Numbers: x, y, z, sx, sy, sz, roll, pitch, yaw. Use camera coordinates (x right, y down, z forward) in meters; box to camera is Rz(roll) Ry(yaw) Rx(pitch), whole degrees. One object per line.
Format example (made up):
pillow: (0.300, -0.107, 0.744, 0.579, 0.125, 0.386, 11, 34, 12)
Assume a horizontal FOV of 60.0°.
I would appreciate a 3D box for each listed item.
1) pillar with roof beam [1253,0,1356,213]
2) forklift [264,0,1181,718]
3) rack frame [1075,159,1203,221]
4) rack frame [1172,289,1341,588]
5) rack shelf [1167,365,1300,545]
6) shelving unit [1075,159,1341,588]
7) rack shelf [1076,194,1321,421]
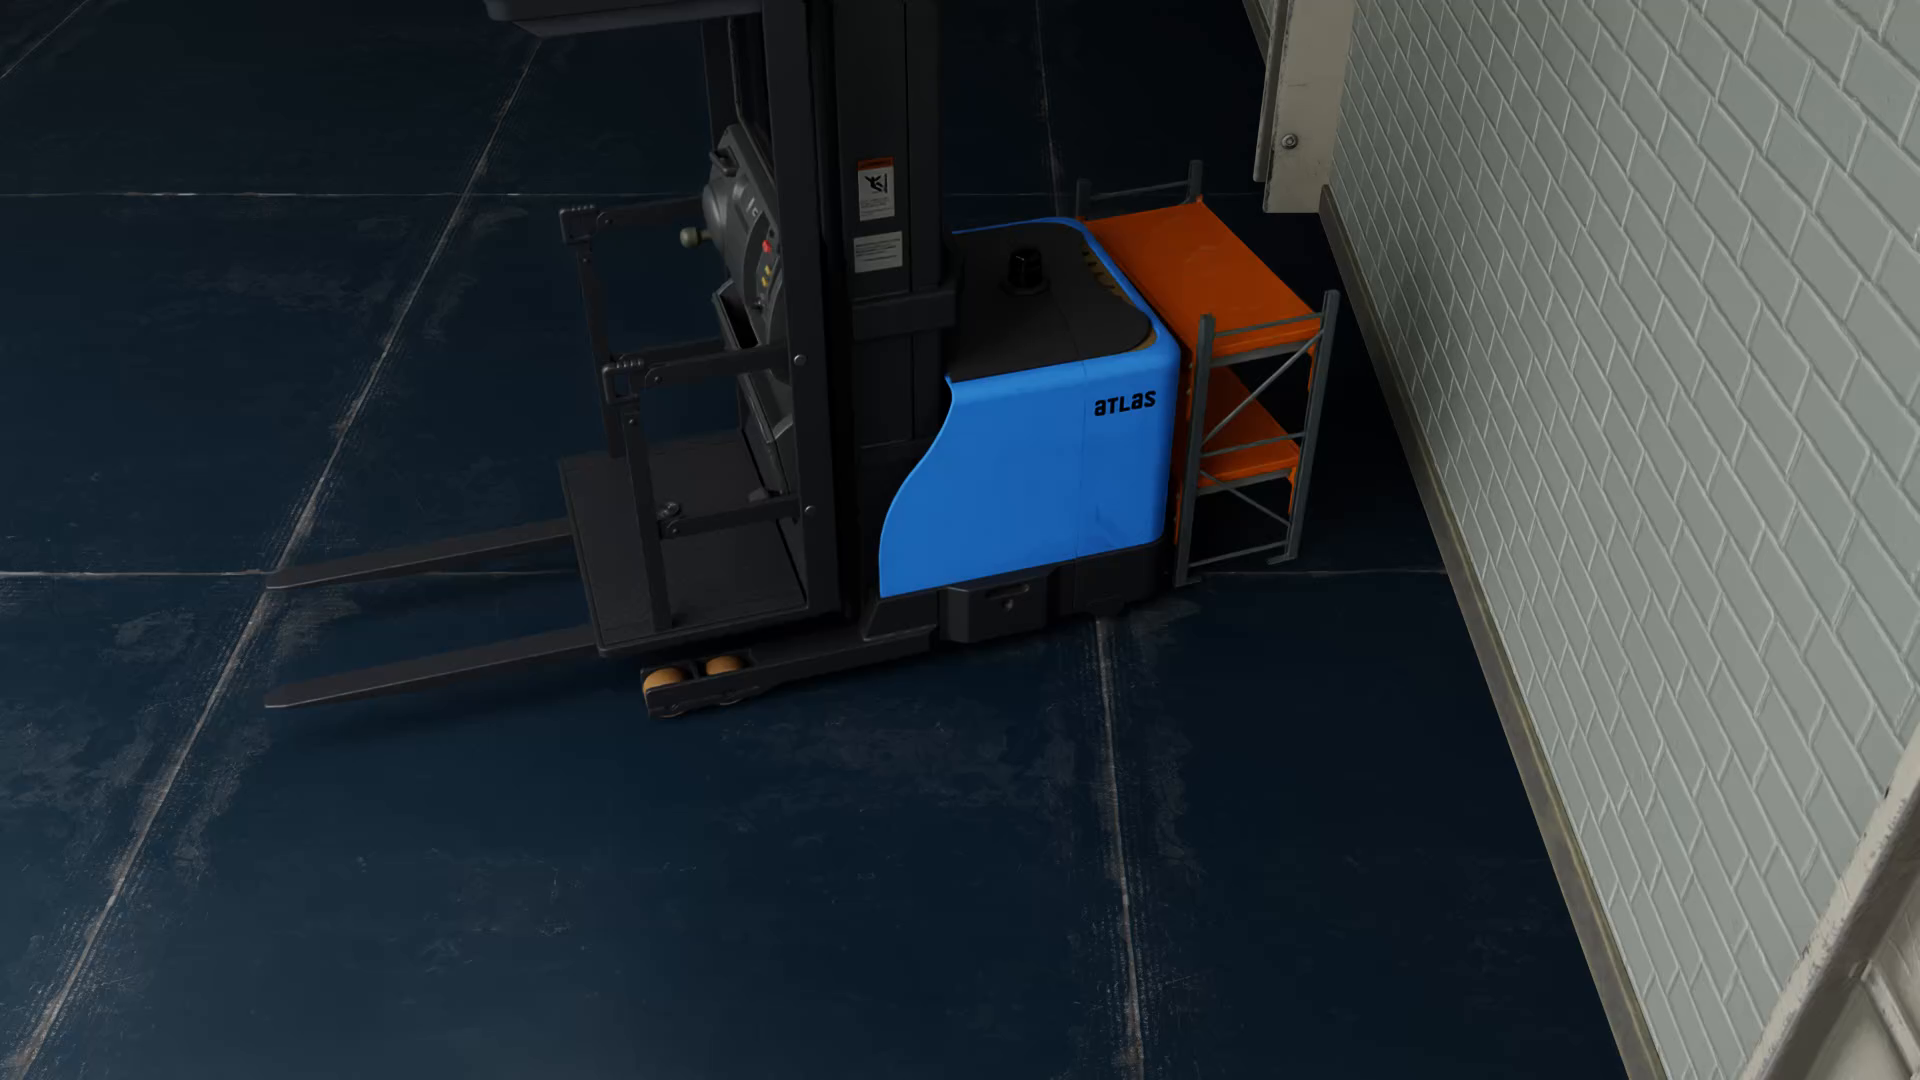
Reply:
pillar with roof beam: (-2.637, -5.265, 5.624, 9.100, 9.000, 0.400, 0, 39, 0)
forklift: (-0.848, -0.927, 5.063, 3.031, 2.935, 1.130, -11, 40, -14)
rack frame: (0.669, -0.926, 6.506, 0.500, 1.125, 0.032, -13, 40, -15)
rack frame: (1.012, -0.328, 5.759, 0.500, 1.125, 0.032, -13, 40, -15)
rack shelf: (0.840, -0.436, 6.286, 0.538, 0.278, 1.000, -13, 40, -15)
shelving unit: (0.840, -0.627, 6.133, 0.538, 1.125, 1.048, -13, 40, -15)
rack shelf: (0.840, -0.855, 5.950, 0.538, 0.278, 1.000, -13, 40, -15)
